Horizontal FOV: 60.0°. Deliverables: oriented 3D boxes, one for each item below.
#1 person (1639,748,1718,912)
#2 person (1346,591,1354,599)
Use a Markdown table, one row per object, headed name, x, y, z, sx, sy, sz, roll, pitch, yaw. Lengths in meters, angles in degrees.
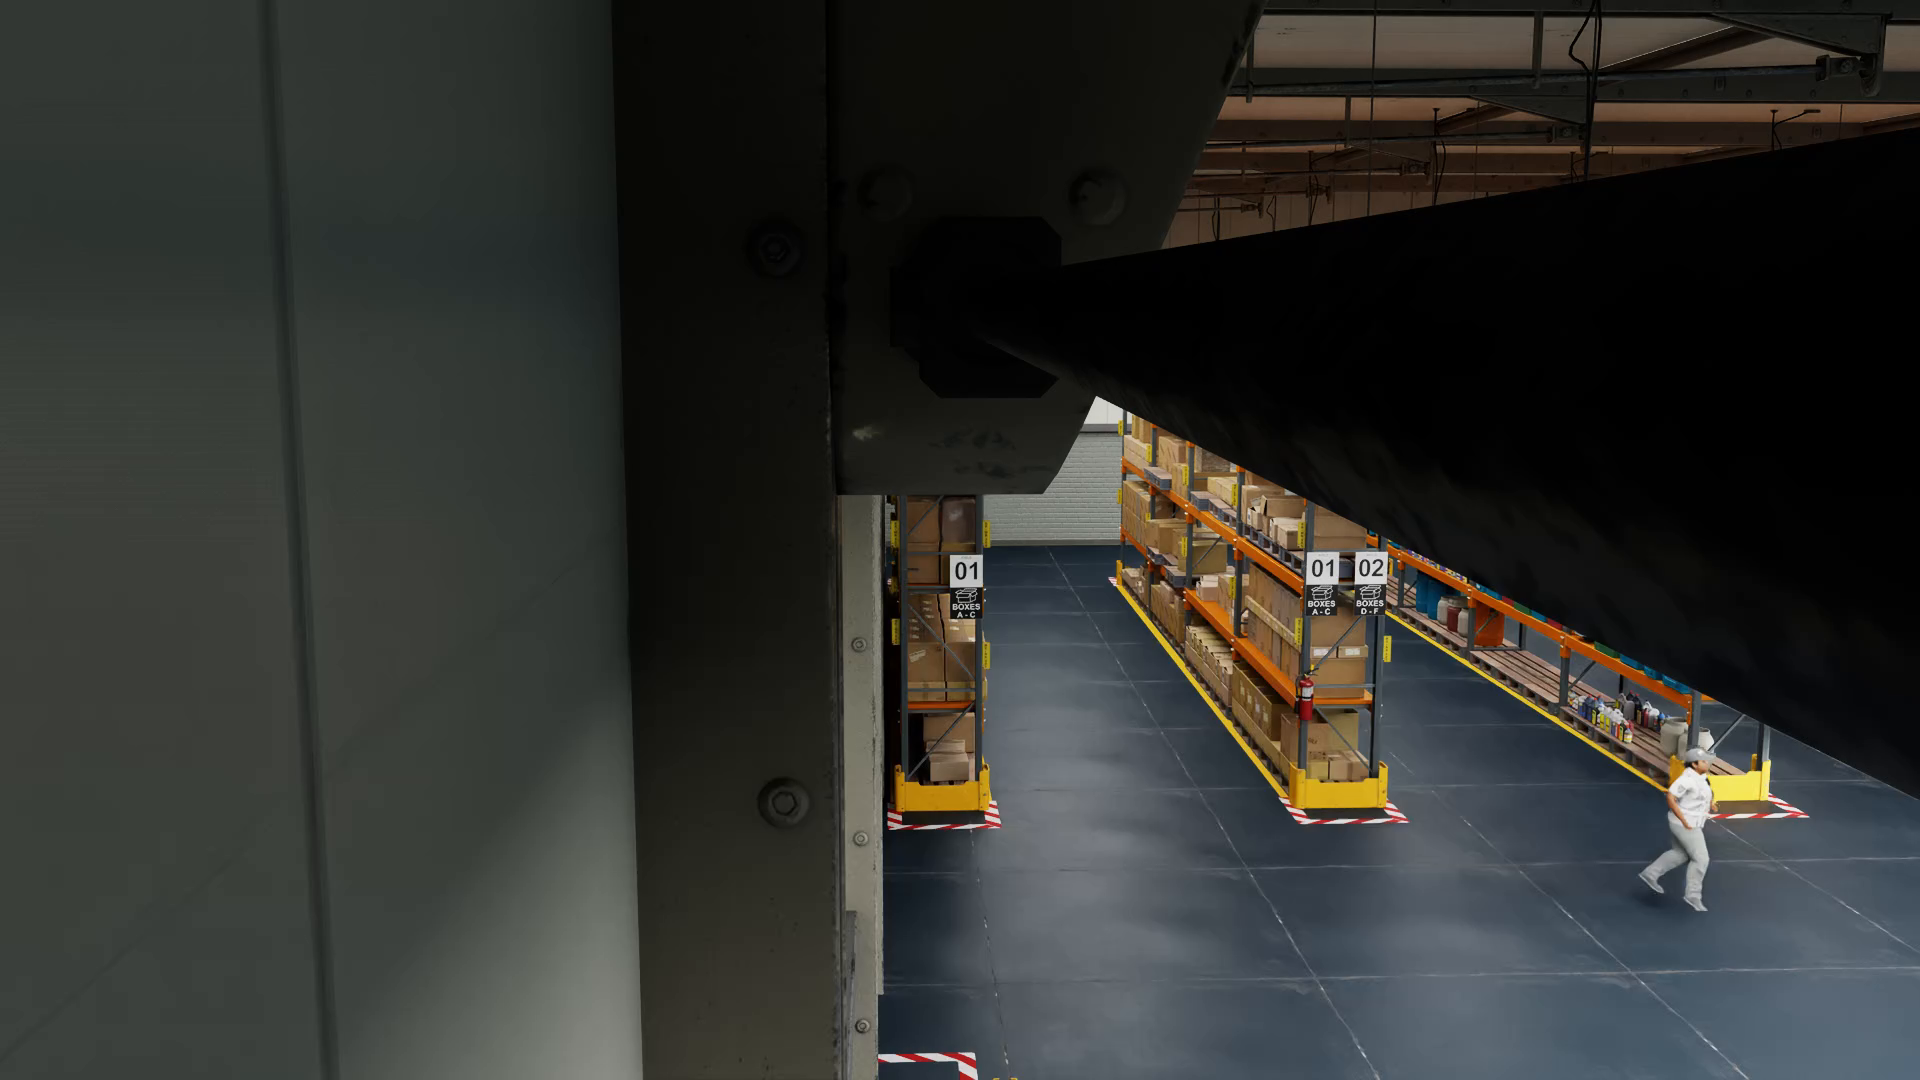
| name | x | y | z | sx | sy | sz | roll | pitch | yaw |
| --- | --- | --- | --- | --- | --- | --- | --- | --- | --- |
| person | 7.495 | 2.991 | 17.348 | 0.721 | 1.736 | 0.612 | 5 | 10 | 28 |
| person | 7.066 | 1.129 | 29.809 | 0.590 | 1.640 | 0.807 | -2 | 9 | -12 |
